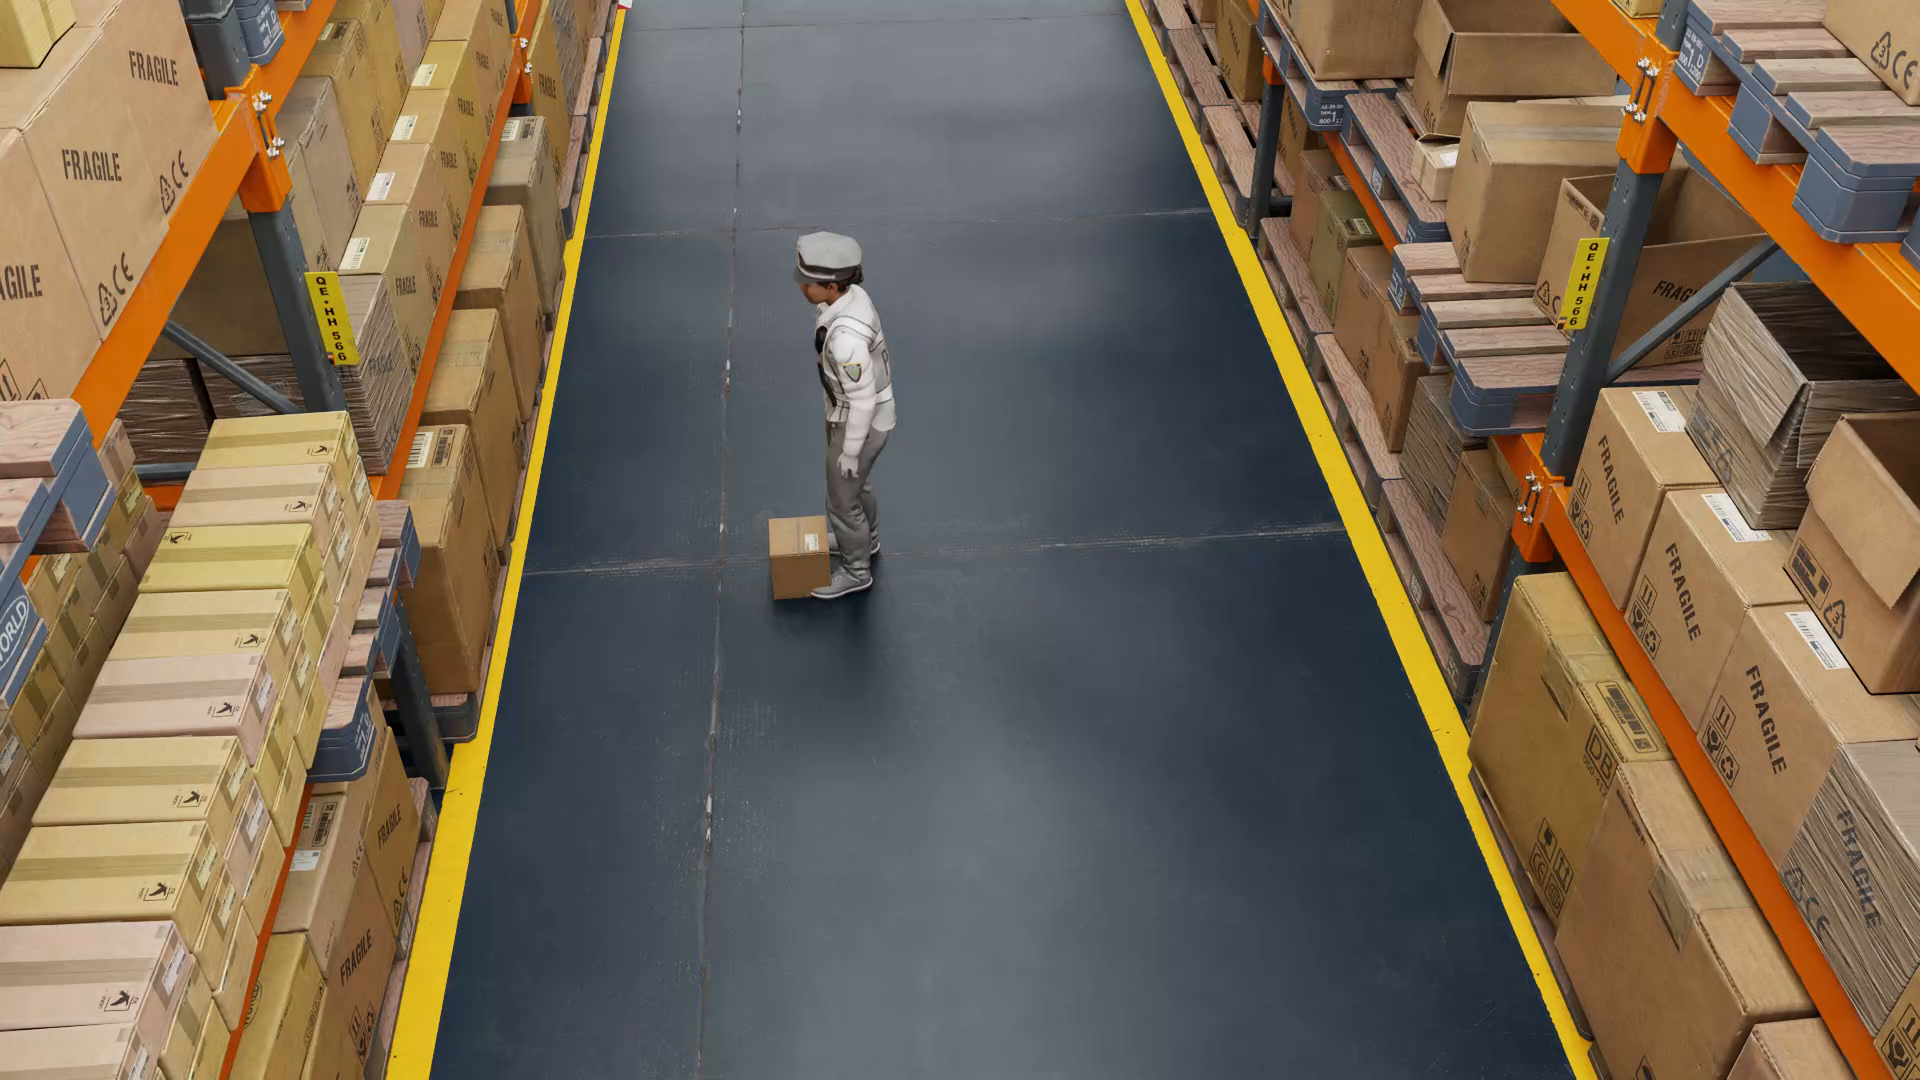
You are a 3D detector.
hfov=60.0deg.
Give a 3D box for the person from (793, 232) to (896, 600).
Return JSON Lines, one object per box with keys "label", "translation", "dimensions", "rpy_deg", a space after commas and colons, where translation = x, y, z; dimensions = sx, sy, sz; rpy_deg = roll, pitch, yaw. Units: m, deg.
{"label": "person", "translation": [-0.469, -0.483, 6.739], "dimensions": [0.412, 1.665, 0.547], "rpy_deg": [-5, 40, -6]}
